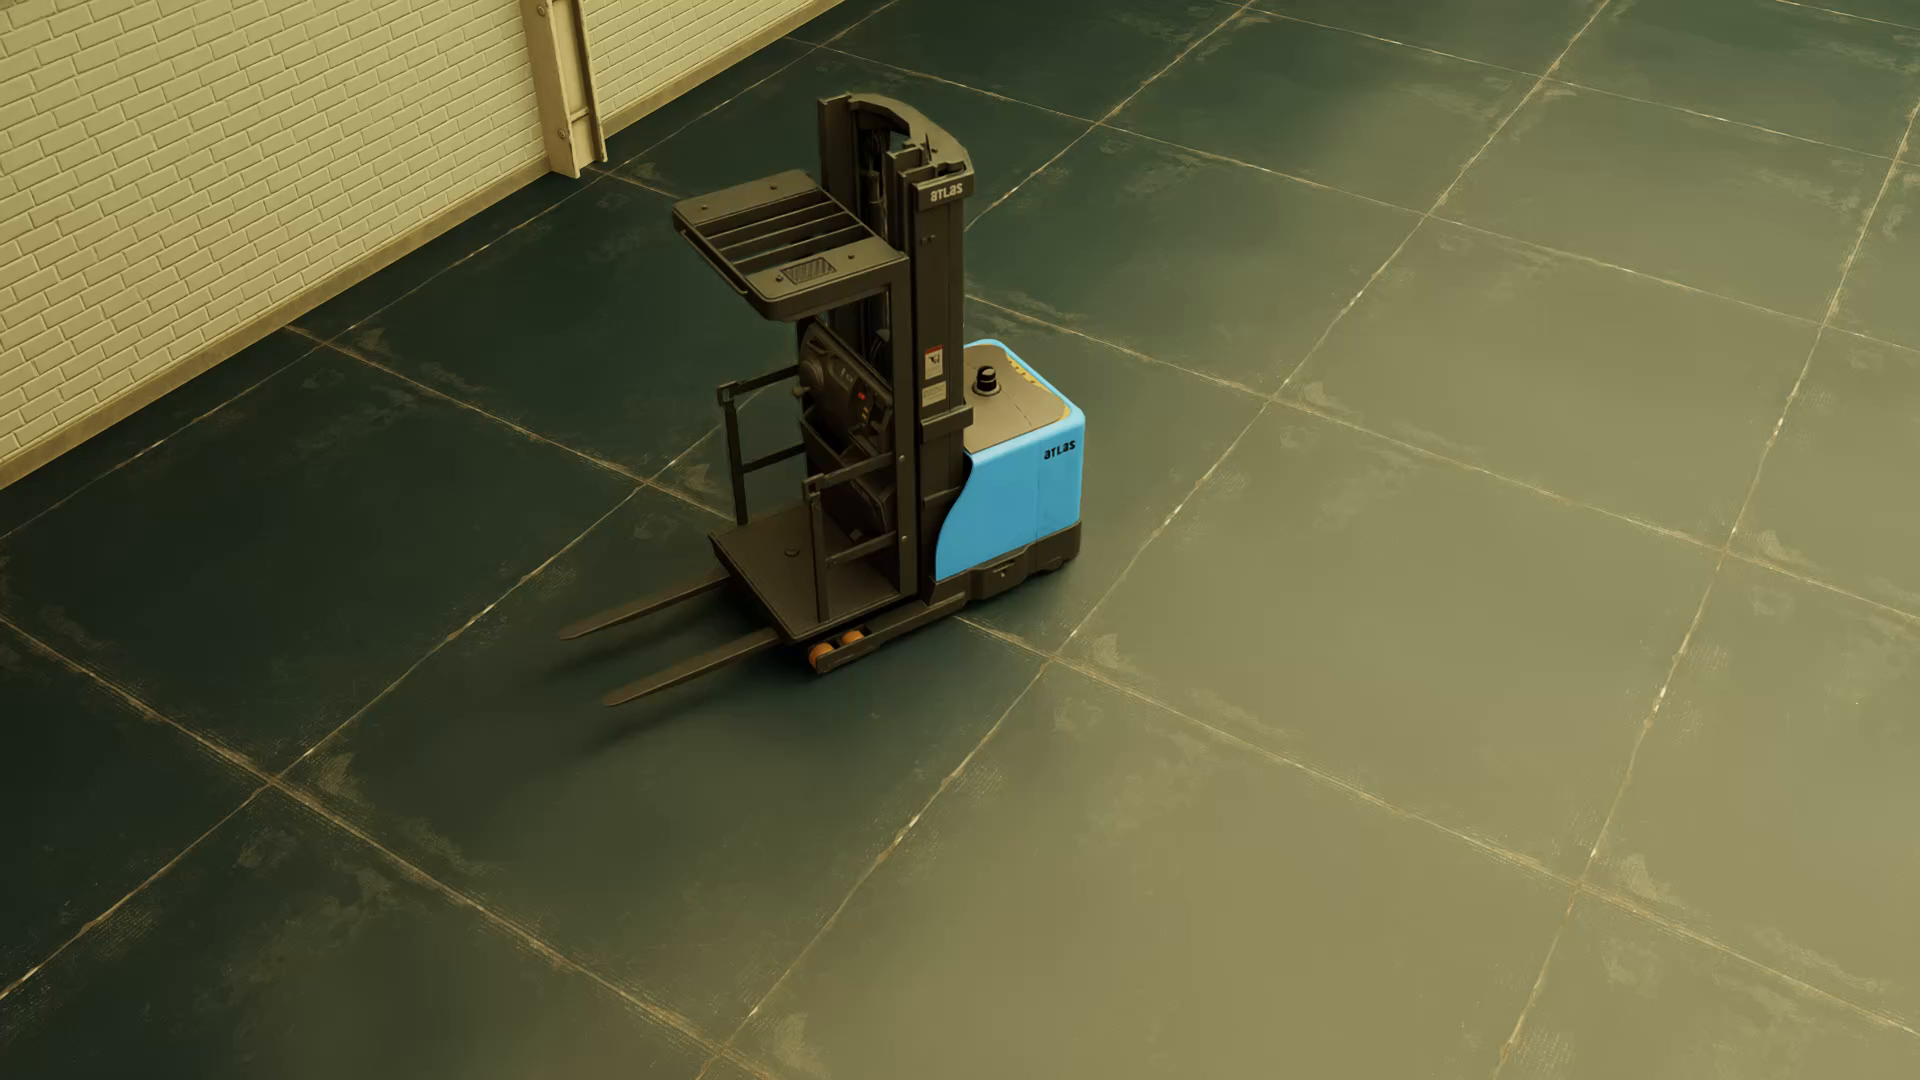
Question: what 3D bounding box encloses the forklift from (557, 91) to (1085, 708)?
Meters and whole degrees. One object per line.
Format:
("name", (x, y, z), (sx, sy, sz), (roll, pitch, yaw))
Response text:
("forklift", (-0.792, -0.764, 8.869), (3.031, 2.935, 1.130), (-22, 45, -24))
